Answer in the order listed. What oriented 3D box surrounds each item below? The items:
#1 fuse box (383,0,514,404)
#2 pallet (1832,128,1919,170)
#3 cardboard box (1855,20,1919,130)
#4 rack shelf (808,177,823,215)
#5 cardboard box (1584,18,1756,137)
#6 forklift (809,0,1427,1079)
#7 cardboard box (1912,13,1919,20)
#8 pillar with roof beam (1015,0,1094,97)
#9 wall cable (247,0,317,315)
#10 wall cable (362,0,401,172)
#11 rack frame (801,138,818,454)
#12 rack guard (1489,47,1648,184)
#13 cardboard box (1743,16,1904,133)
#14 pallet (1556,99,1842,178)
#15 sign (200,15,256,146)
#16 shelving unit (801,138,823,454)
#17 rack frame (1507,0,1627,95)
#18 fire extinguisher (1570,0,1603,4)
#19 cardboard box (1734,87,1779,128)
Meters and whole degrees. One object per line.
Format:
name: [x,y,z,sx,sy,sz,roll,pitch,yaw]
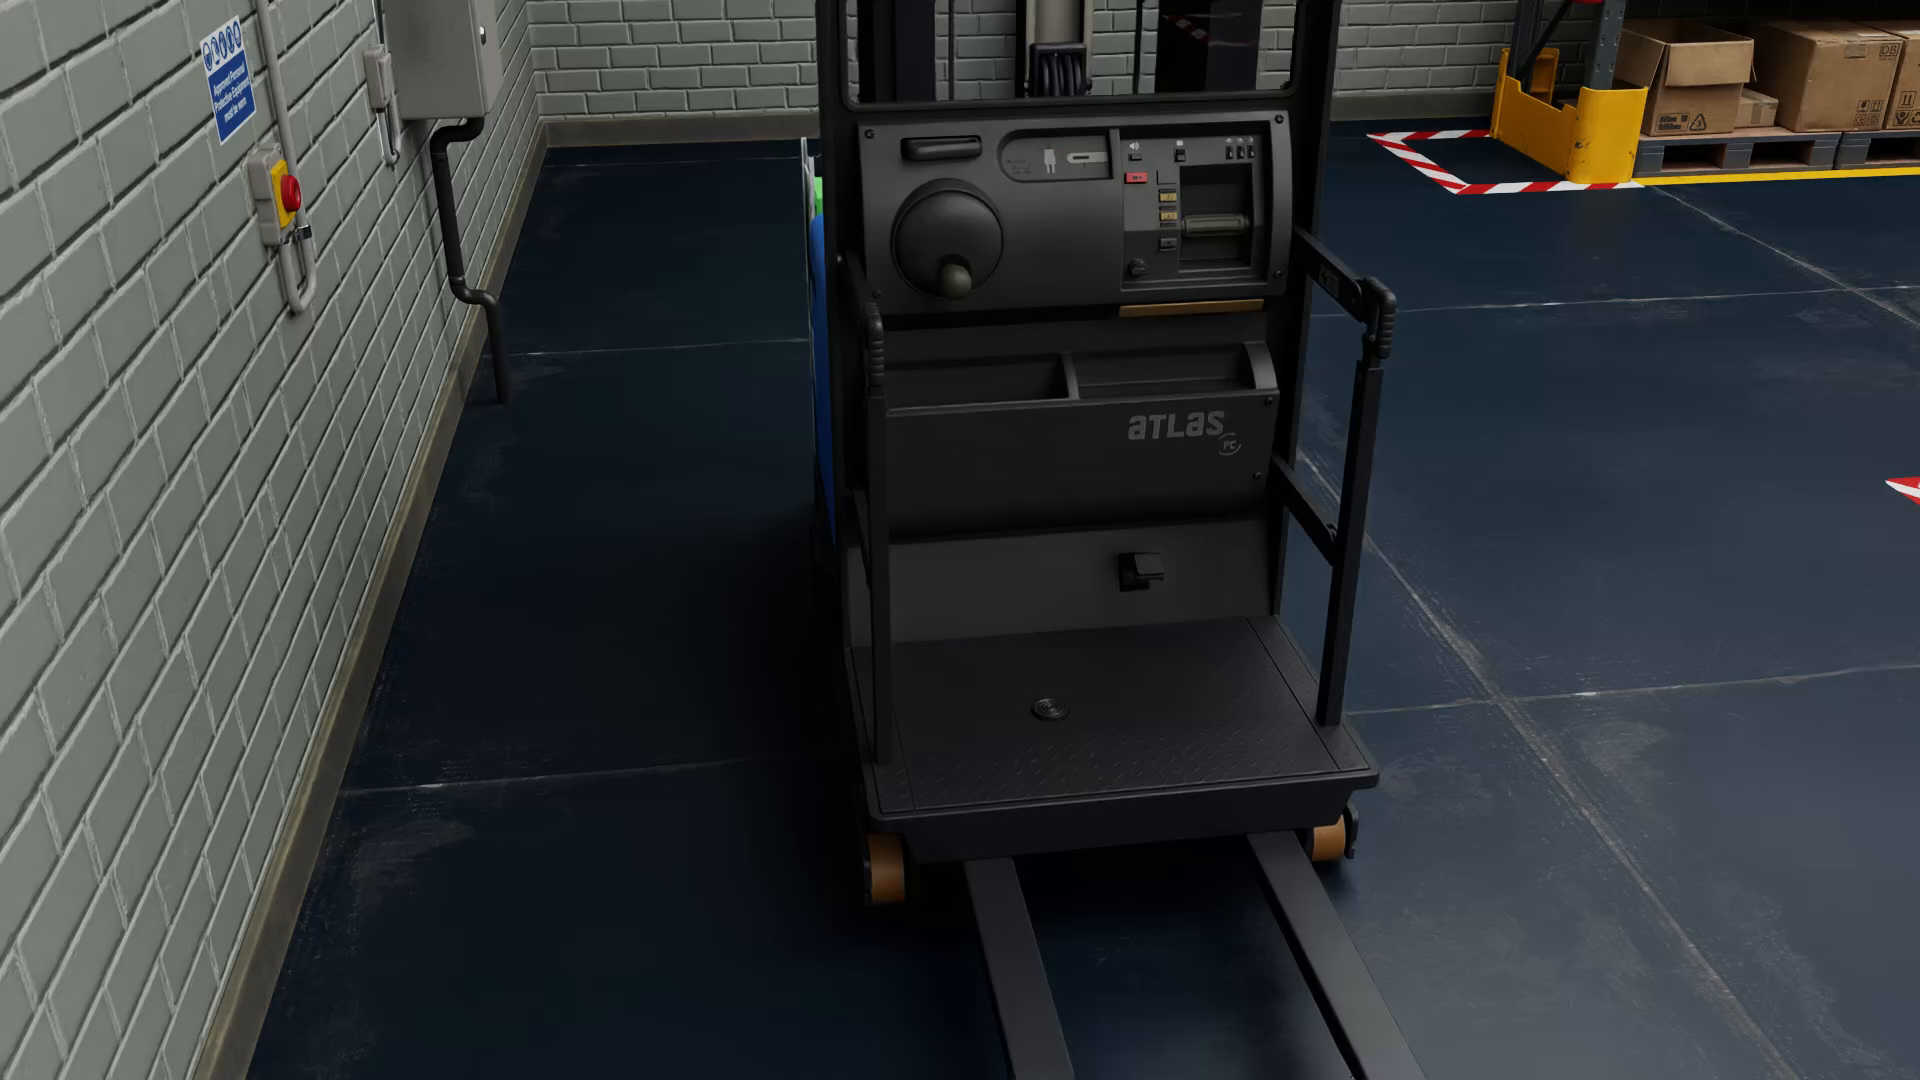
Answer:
fuse box: [-1.689,-1.298,5.906,0.414,1.711,0.539,-4,27,-7]
pallet: [5.414,-2.417,9.729,1.213,0.211,1.003,-4,27,-7]
cardboard box: [5.352,-2.621,9.351,0.500,0.500,0.500,-3,27,-6]
rack shelf: [-0.206,-1.002,4.976,0.480,0.148,0.258,-5,28,-9]
cardboard box: [3.963,-2.598,9.302,0.637,0.503,0.797,-5,28,-9]
forklift: [0.286,-0.671,3.348,1.130,2.935,3.031,-4,27,-8]
cardboard box: [5.843,-2.699,9.503,0.500,0.500,0.700,-5,28,-9]
pillar with roof beam: [1.148,-4.485,4.133,0.400,9.000,9.100,-4,27,-7]
wall cable: [-1.541,-1.379,3.504,0.123,1.953,0.585,-4,27,-7]
wall cable: [-1.750,-2.005,4.759,0.122,1.984,0.588,-4,27,-7]
rack frame: [-0.447,-0.612,5.128,0.015,1.200,0.240,-5,28,-9]
rack guard: [3.419,-2.418,9.415,0.348,0.500,1.175,-4,27,-7]
cardboard box: [4.815,-2.633,9.374,0.500,0.500,0.700,-3,27,-5]
pallet: [4.209,-2.341,9.581,1.213,0.211,1.003,-4,27,-7]
sign: [-1.595,-1.007,3.631,0.001,0.218,0.327,-4,27,-7]
shelving unit: [-0.206,-0.631,5.166,0.503,1.200,0.258,-5,28,-9]
rack frame: [3.344,-3.526,8.835,0.127,3.000,1.000,-4,27,-7]
fire extinguisher: [3.263,-3.107,8.513,0.183,0.674,0.296,-4,27,-7]
cardboard box: [4.389,-2.449,9.401,0.250,0.149,0.380,-5,28,-9]
